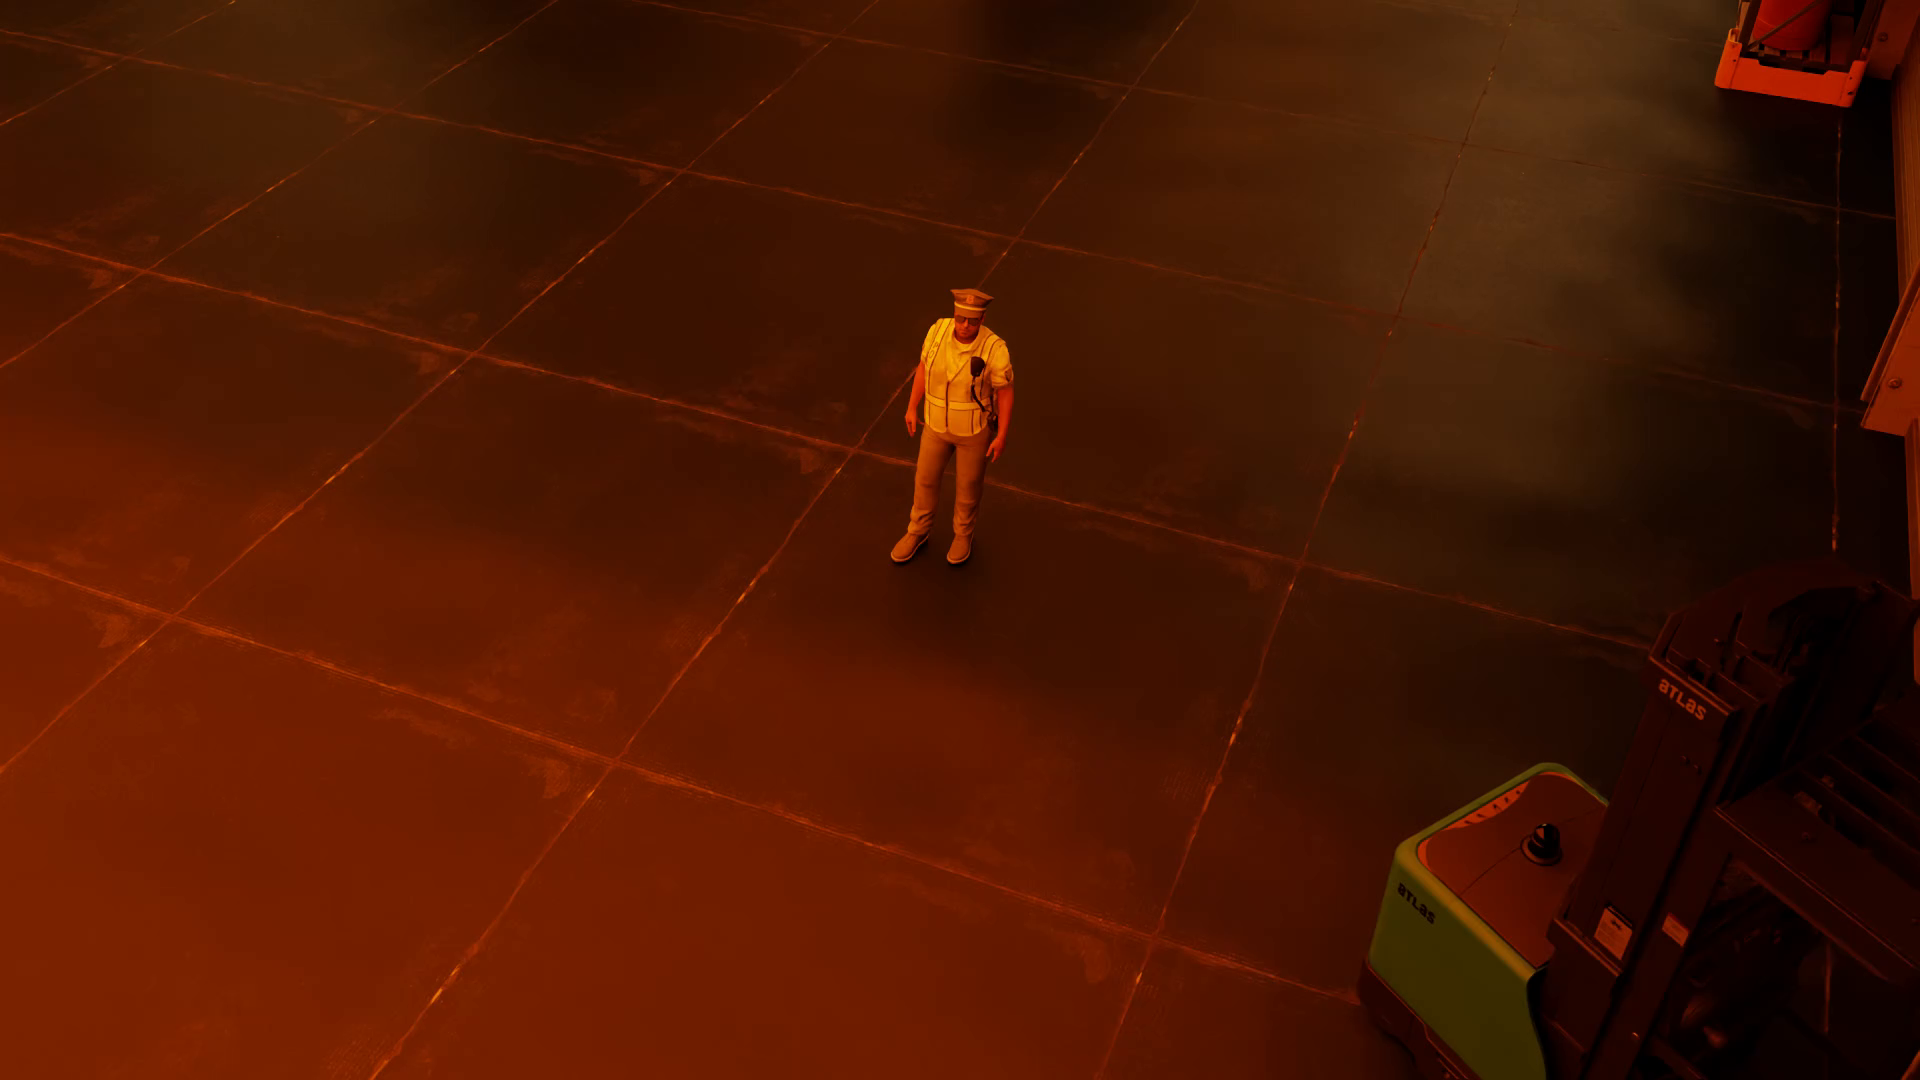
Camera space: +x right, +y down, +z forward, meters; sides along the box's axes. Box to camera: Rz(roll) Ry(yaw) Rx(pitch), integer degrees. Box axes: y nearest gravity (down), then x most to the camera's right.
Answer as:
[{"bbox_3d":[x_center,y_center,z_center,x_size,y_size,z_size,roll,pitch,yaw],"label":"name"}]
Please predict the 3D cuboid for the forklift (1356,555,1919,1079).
[{"bbox_3d":[3.051,1.634,6.054,1.130,2.935,3.031,-22,45,-24],"label":"forklift"}]

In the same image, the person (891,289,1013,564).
[{"bbox_3d":[-0.041,-0.646,9.662,0.640,1.781,0.575,15,42,17],"label":"person"}]
